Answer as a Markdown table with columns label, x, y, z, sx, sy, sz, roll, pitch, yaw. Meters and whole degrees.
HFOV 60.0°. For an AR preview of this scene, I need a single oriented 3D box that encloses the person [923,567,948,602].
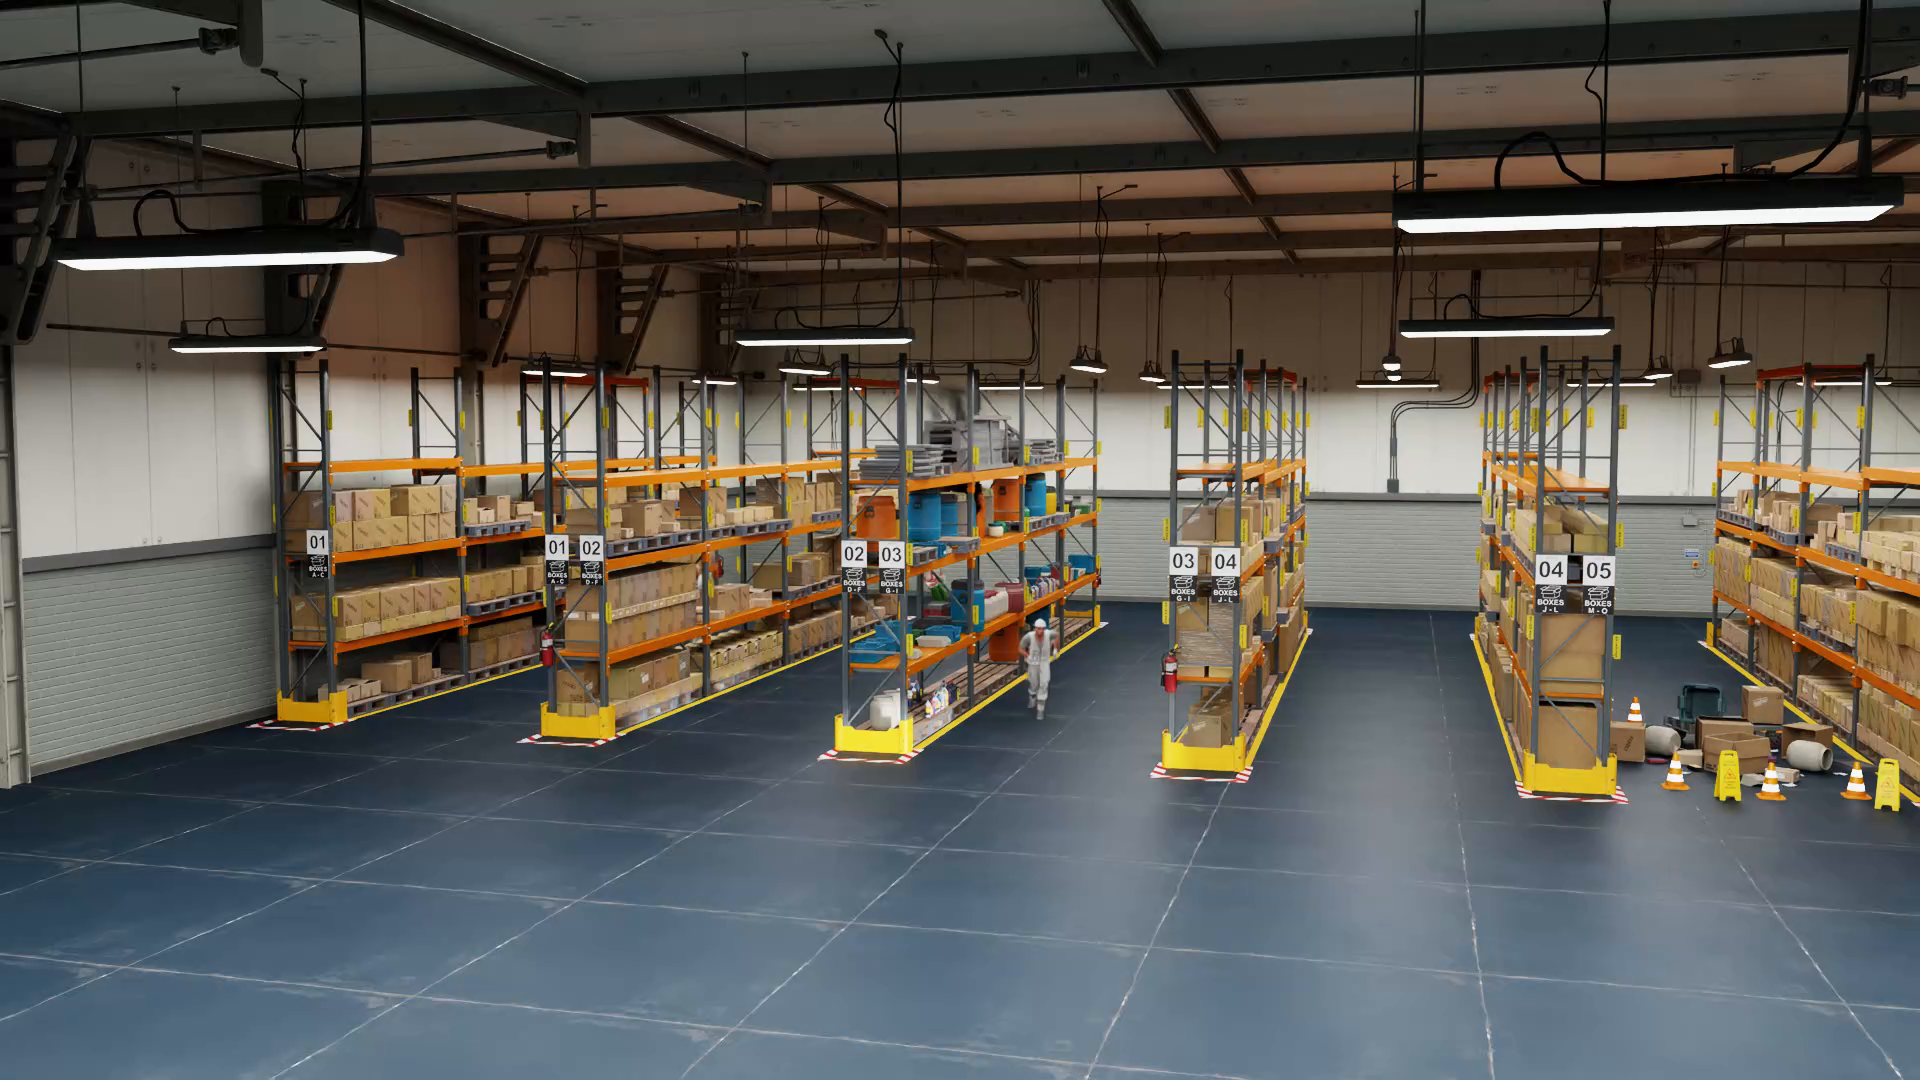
| label | x | y | z | sx | sy | sz | roll | pitch | yaw |
| --- | --- | --- | --- | --- | --- | --- | --- | --- | --- |
| person | -0.708 | 1.127 | 42.318 | 0.733 | 1.706 | 0.619 | -4 | 6 | -43 |

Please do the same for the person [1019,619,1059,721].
| label | x | y | z | sx | sy | sz | roll | pitch | yaw |
| --- | --- | --- | --- | --- | --- | --- | --- | --- | --- |
| person | 1.320 | 2.153 | 28.155 | 0.703 | 1.734 | 1.052 | 0 | 4 | -6 |

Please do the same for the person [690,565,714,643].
| label | x | y | z | sx | sy | sz | roll | pitch | yaw |
| --- | --- | --- | --- | --- | --- | --- | --- | --- | --- |
| person | -5.928 | 1.434 | 37.541 | 0.712 | 1.778 | 1.188 | 0 | 4 | 6 |
